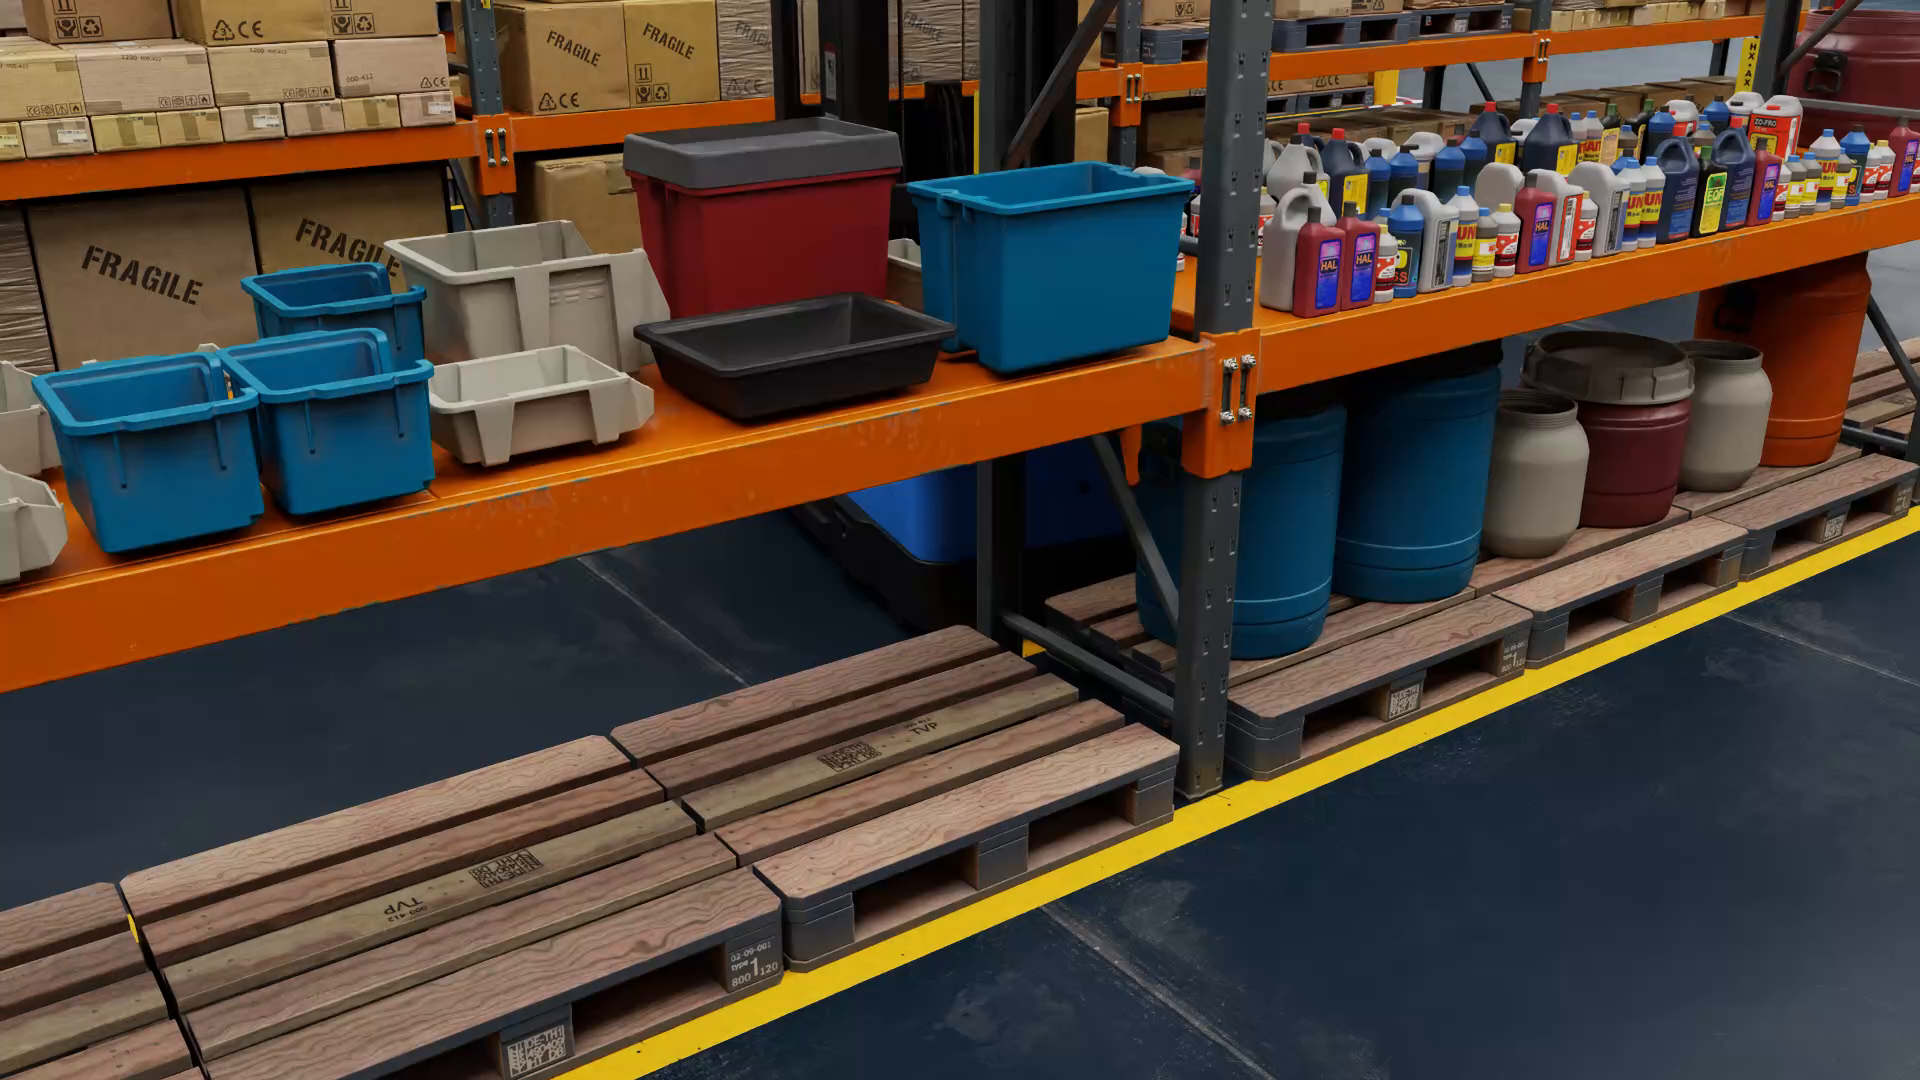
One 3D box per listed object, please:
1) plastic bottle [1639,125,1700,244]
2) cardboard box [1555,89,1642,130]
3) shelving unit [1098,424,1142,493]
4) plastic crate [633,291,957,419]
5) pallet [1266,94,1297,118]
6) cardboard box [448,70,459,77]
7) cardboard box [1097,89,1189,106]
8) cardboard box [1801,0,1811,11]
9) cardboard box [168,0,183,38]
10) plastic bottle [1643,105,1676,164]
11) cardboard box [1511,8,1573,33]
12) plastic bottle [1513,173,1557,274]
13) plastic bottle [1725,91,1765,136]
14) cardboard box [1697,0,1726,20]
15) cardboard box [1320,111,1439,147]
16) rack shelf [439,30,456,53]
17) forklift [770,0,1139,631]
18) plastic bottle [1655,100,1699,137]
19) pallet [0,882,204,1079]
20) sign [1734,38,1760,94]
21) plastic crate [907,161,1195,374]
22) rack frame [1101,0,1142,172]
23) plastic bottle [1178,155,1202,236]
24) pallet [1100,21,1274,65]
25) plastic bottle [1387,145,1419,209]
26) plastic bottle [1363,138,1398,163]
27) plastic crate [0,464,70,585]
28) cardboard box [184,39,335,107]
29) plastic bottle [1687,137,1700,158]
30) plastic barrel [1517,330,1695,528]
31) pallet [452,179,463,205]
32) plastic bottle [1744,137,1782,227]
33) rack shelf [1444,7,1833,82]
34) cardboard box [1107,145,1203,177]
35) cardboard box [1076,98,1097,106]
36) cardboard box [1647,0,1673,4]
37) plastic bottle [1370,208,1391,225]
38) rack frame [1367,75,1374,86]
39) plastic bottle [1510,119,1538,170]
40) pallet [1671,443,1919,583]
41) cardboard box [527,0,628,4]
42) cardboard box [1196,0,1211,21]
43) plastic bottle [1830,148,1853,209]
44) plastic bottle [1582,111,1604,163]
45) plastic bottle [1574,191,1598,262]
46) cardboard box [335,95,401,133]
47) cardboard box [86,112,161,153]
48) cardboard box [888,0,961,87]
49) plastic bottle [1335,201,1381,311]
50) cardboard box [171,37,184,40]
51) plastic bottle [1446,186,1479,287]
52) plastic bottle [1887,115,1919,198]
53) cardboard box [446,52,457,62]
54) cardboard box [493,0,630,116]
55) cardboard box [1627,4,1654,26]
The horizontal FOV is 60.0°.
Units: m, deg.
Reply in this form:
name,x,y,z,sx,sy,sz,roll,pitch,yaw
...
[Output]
name,x,y,z,sx,sy,sz,roll,pitch,yaw
plastic bottle,2.219,-1.120,5.222,0.185,0.351,0.144,-15,26,-33
cardboard box,5.259,-3.446,13.790,0.500,0.500,0.500,-18,28,-37
shelving unit,0.876,-0.223,5.609,0.252,0.215,1.050,-26,-28,37
plastic crate,-0.360,-0.408,3.662,0.590,0.125,0.437,-15,26,-33
pallet,2.832,-4.678,17.835,1.213,0.211,1.003,-15,26,-33
cardboard box,-3.715,-3.523,12.972,0.500,0.250,0.500,-14,26,-31
cardboard box,1.729,-4.890,16.904,0.875,0.875,0.875,-14,26,-32
cardboard box,7.129,-4.678,14.411,0.250,0.149,0.380,-15,26,-33
cardboard box,-3.444,-2.607,7.671,0.500,0.500,0.500,-15,26,-33
plastic bottle,2.648,-1.505,6.295,0.097,0.271,0.097,0,22,0
cardboard box,4.343,-3.892,12.442,0.250,0.149,0.380,-15,26,-33
plastic bottle,1.659,-0.920,4.812,0.133,0.283,0.061,-15,26,-33
plastic bottle,3.098,-1.643,6.633,0.135,0.276,0.152,-15,26,-33
cardboard box,5.972,-4.322,13.518,0.250,0.149,0.380,-15,26,-33
cardboard box,3.083,-2.872,12.326,0.500,0.500,0.700,-15,26,-33
rack shelf,-3.693,-3.934,13.178,4.000,0.370,1.077,-15,26,-33
forklift,-0.252,-1.573,6.383,1.130,2.935,3.031,-9,24,-22
plastic bottle,2.723,-1.543,6.382,0.135,0.276,0.152,-15,26,-33
pallet,-2.164,1.163,3.197,1.213,0.211,1.003,-15,26,-33
sign,3.311,-1.937,6.982,0.005,0.325,0.100,-15,26,-33
plastic crate,0.211,-0.648,3.913,0.575,0.384,0.392,-15,26,-33
rack frame,0.746,-3.187,10.336,0.127,3.000,1.000,-15,26,-33
plastic bottle,0.683,-1.023,5.071,0.133,0.283,0.061,-15,26,-33
pallet,1.262,-3.284,10.838,1.003,0.211,1.213,-15,26,-33
plastic bottle,1.425,-1.138,5.374,0.097,0.271,0.097,0,22,0
plastic bottle,1.338,-1.173,5.457,0.135,0.276,0.152,-15,26,-33
plastic crate,-1.604,-0.016,2.665,0.298,0.136,0.250,-15,26,-33
cardboard box,-3.125,-2.102,7.419,0.500,0.250,0.500,-14,26,-31
plastic bottle,2.397,-1.183,5.470,0.133,0.283,0.061,-15,26,-33
plastic barrel,2.334,-0.416,6.080,0.708,0.588,0.600,-15,26,-33
pallet,-3.694,-2.975,13.566,1.213,0.211,1.003,-15,26,-33
plastic bottle,2.631,-1.179,5.462,0.133,0.283,0.061,-15,26,-33
rack shelf,5.616,-4.151,13.723,4.000,0.370,1.077,-15,26,-33
cardboard box,1.278,-2.381,11.096,0.500,0.500,0.700,-17,27,-36
cardboard box,0.726,-4.555,16.234,0.750,0.750,1.050,-15,26,-33
cardboard box,5.167,-4.552,13.221,0.500,0.500,0.875,-15,26,-33
plastic bottle,1.199,-0.837,4.715,0.097,0.201,0.097,0,22,0
rack frame,4.425,-6.433,18.469,0.127,3.000,1.000,-15,26,-33
plastic bottle,1.972,-1.343,5.881,0.135,0.276,0.152,-15,26,-33
pallet,3.023,-0.218,6.659,1.213,0.211,1.003,-15,26,-33
cardboard box,-1.988,-2.974,8.314,0.637,0.503,0.797,-16,27,-34
cardboard box,1.555,-3.708,10.940,0.500,0.500,0.700,-11,24,-25
plastic bottle,3.030,-1.256,5.765,0.097,0.201,0.097,0,22,0
plastic bottle,2.317,-1.445,6.143,0.097,0.271,0.097,0,22,0
plastic bottle,1.851,-0.942,4.977,0.097,0.201,0.097,0,22,0
cardboard box,-2.767,-1.984,7.660,0.250,0.149,0.380,-14,26,-32
cardboard box,-3.601,-1.762,7.103,0.250,0.149,0.380,-15,26,-34
cardboard box,-0.338,-2.832,9.312,0.500,0.500,0.500,-16,27,-35
plastic bottle,1.046,-0.757,4.403,0.133,0.283,0.061,-15,26,-33
cardboard box,-3.442,-2.261,7.815,0.500,0.250,0.500,-15,26,-33
plastic bottle,1.397,-0.853,4.660,0.097,0.271,0.097,0,22,0
plastic bottle,3.372,-1.377,5.957,0.133,0.283,0.061,-15,26,-33
cardboard box,-5.651,-5.252,17.811,0.875,0.875,0.875,-15,26,-33
cardboard box,-1.982,-2.392,8.208,0.500,0.500,0.500,-15,26,-33
cardboard box,5.164,-4.103,12.971,0.250,0.149,0.380,-15,26,-33
